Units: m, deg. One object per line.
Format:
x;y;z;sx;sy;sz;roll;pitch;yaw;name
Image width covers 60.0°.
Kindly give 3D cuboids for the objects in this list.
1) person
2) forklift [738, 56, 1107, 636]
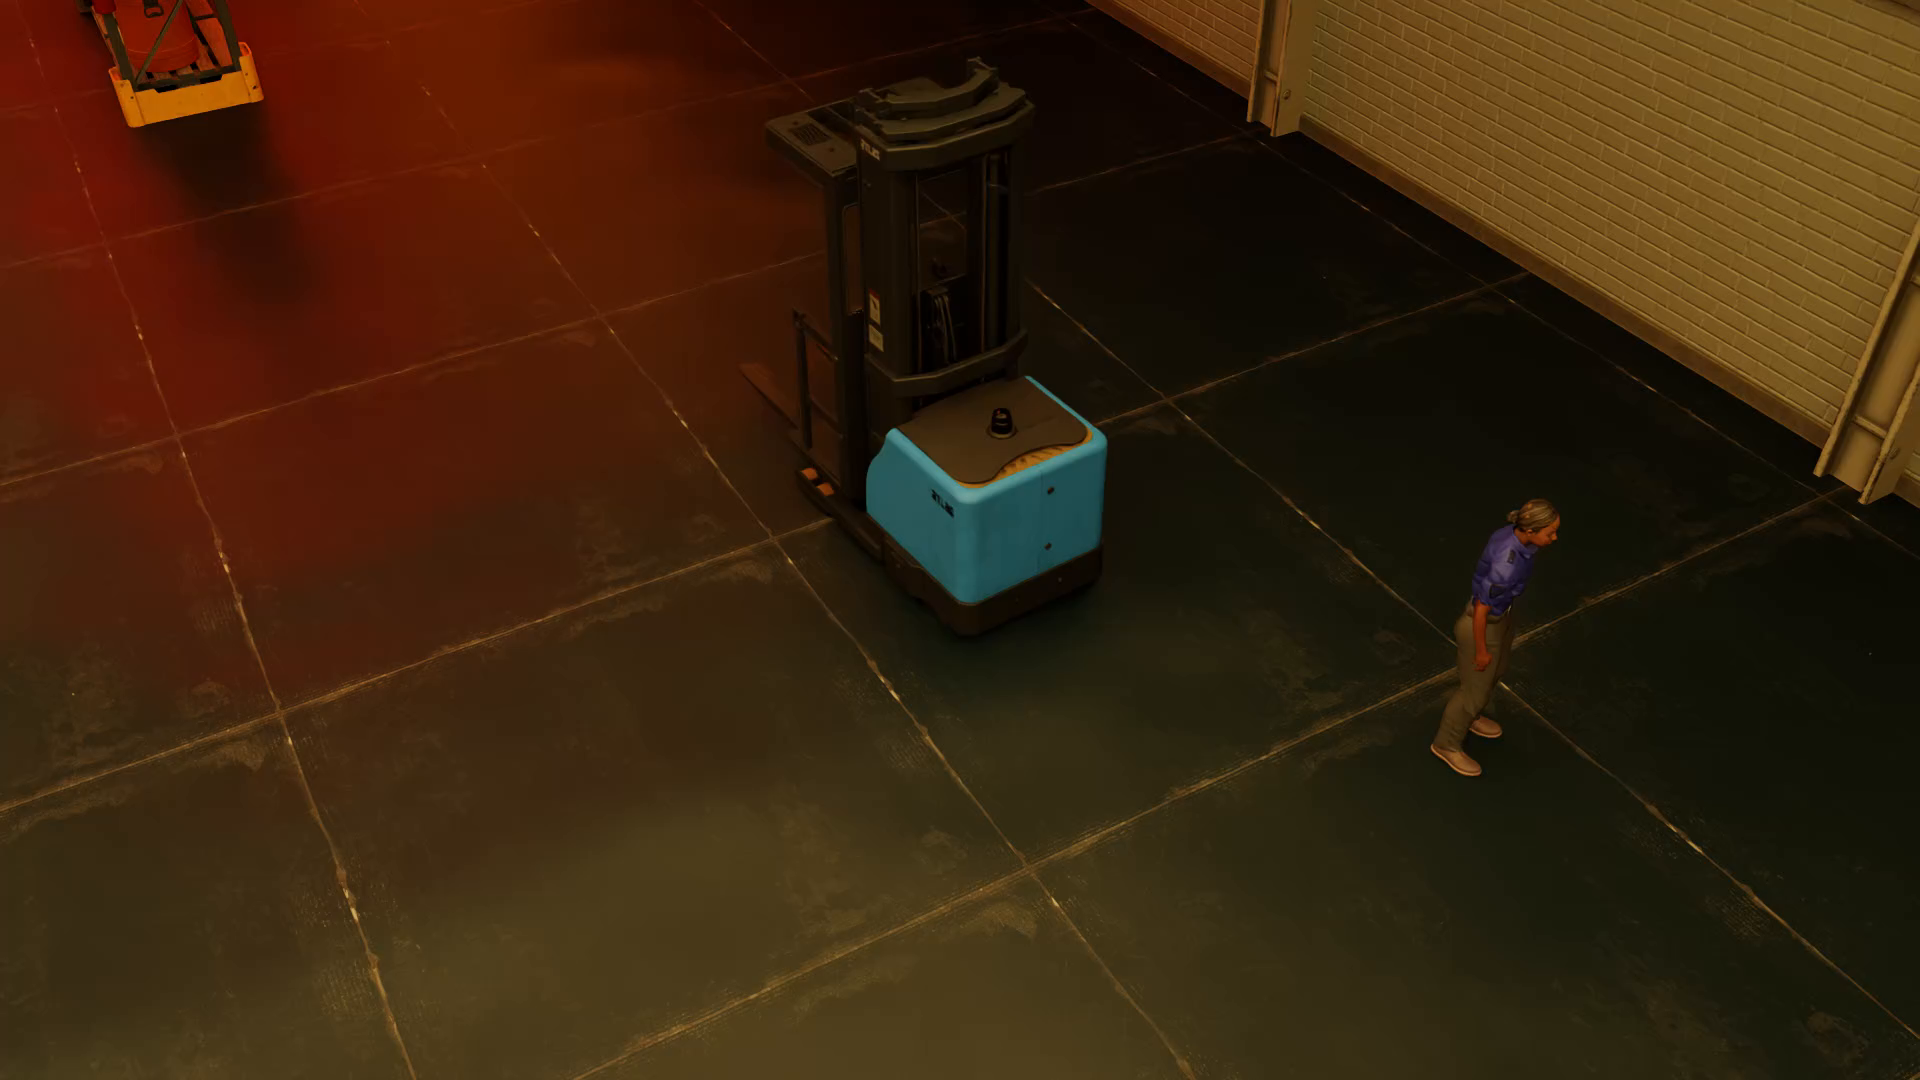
2.722;0.449;8.498;0.348;1.654;0.509;21;44;24;person
-0.398;-1.481;9.822;1.130;2.935;3.031;-24;45;-26;forklift
